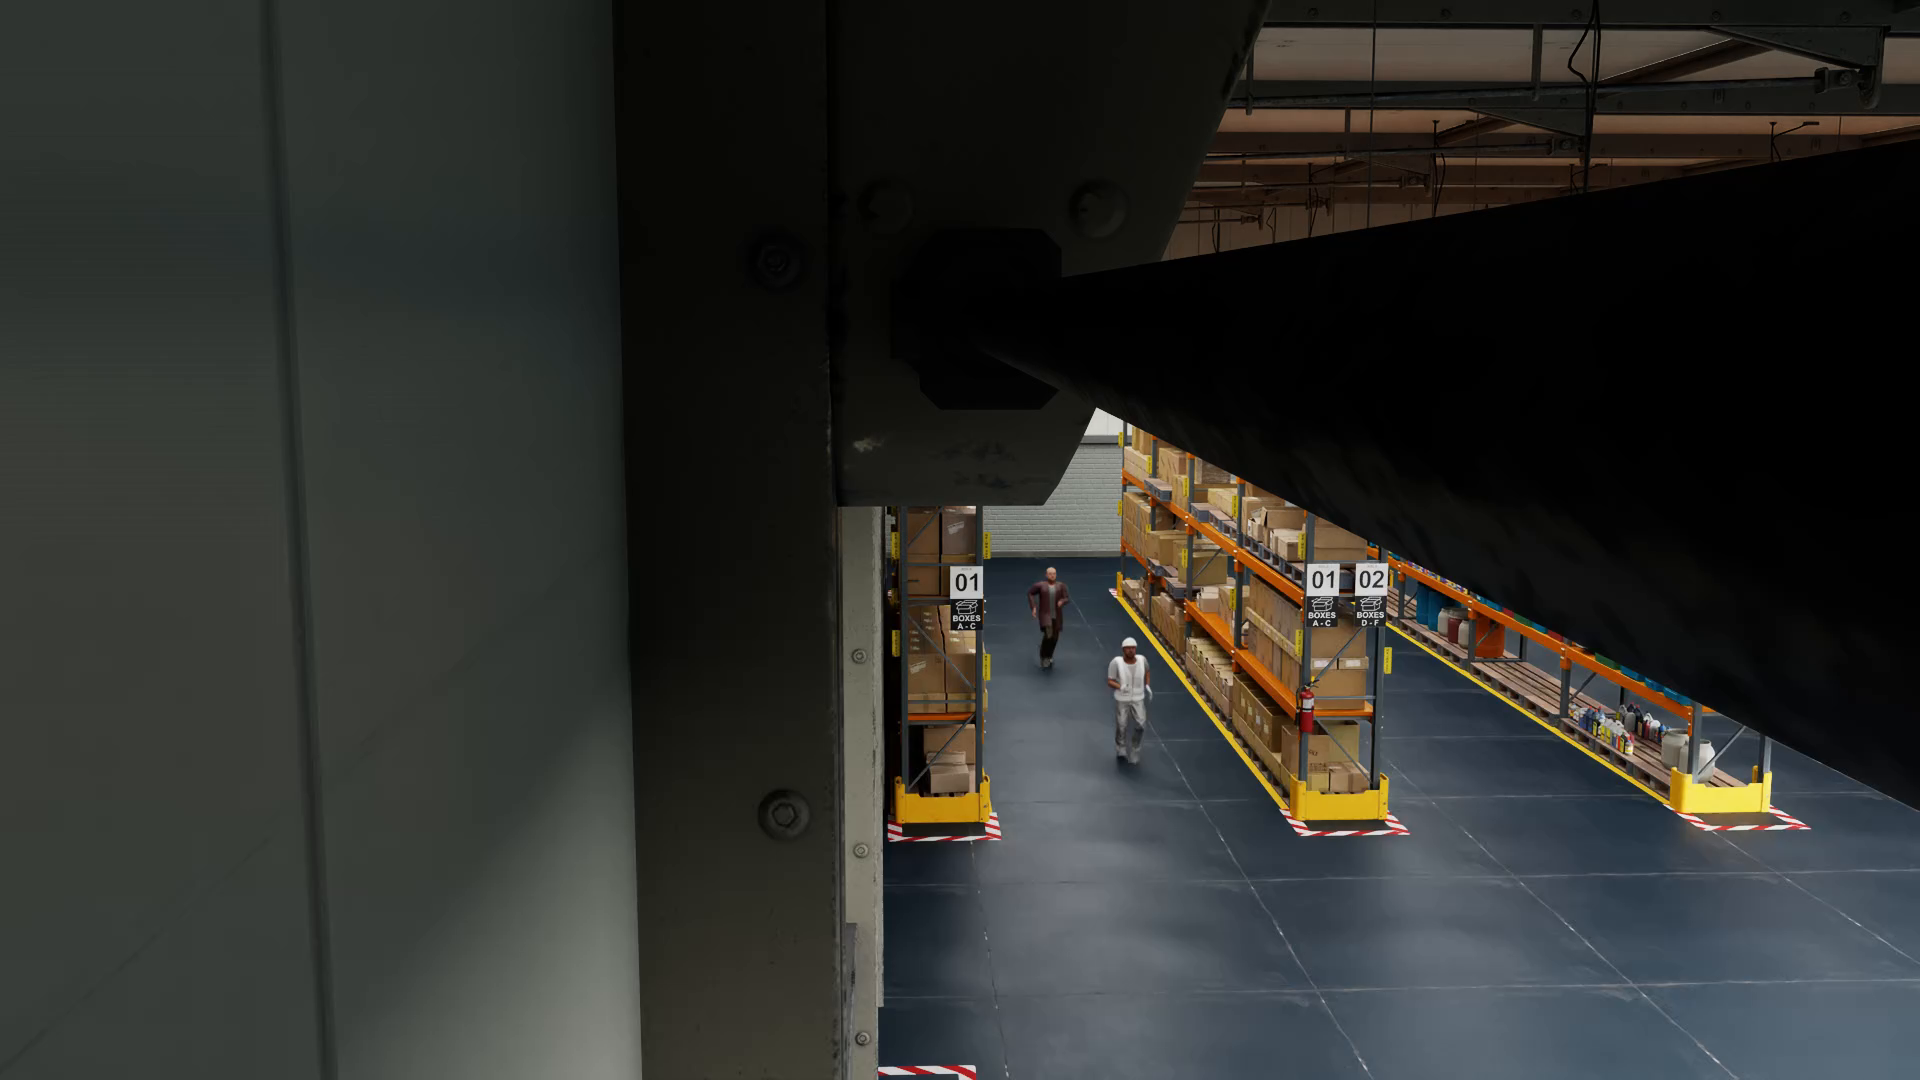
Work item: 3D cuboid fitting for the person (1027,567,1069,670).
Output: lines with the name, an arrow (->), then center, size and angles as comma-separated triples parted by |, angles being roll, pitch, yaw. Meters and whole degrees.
person -> 1.585, 1.393, 29.140 | 0.669, 1.745, 0.760 | -2, 8, -16

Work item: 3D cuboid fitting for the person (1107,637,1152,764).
person -> 2.364, 2.228, 23.028 | 0.666, 1.783, 0.791 | -1, 8, -7
